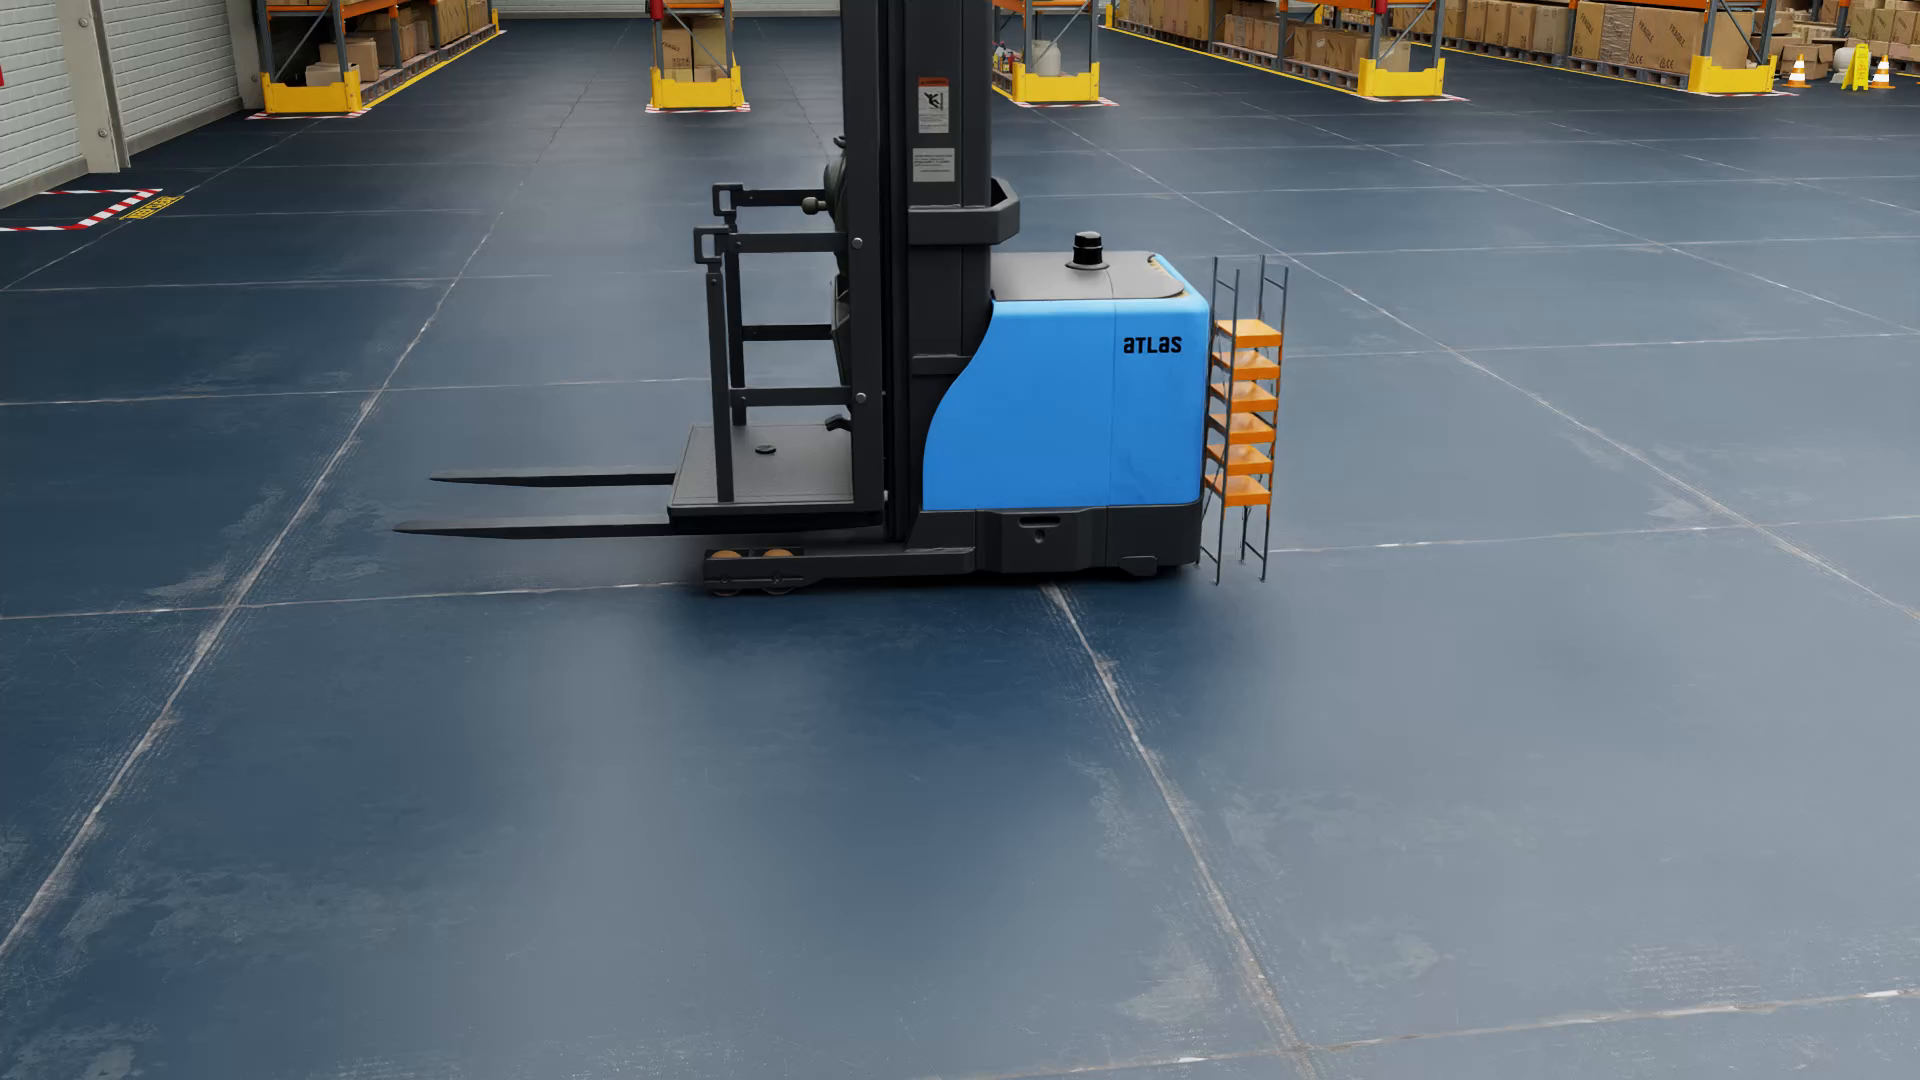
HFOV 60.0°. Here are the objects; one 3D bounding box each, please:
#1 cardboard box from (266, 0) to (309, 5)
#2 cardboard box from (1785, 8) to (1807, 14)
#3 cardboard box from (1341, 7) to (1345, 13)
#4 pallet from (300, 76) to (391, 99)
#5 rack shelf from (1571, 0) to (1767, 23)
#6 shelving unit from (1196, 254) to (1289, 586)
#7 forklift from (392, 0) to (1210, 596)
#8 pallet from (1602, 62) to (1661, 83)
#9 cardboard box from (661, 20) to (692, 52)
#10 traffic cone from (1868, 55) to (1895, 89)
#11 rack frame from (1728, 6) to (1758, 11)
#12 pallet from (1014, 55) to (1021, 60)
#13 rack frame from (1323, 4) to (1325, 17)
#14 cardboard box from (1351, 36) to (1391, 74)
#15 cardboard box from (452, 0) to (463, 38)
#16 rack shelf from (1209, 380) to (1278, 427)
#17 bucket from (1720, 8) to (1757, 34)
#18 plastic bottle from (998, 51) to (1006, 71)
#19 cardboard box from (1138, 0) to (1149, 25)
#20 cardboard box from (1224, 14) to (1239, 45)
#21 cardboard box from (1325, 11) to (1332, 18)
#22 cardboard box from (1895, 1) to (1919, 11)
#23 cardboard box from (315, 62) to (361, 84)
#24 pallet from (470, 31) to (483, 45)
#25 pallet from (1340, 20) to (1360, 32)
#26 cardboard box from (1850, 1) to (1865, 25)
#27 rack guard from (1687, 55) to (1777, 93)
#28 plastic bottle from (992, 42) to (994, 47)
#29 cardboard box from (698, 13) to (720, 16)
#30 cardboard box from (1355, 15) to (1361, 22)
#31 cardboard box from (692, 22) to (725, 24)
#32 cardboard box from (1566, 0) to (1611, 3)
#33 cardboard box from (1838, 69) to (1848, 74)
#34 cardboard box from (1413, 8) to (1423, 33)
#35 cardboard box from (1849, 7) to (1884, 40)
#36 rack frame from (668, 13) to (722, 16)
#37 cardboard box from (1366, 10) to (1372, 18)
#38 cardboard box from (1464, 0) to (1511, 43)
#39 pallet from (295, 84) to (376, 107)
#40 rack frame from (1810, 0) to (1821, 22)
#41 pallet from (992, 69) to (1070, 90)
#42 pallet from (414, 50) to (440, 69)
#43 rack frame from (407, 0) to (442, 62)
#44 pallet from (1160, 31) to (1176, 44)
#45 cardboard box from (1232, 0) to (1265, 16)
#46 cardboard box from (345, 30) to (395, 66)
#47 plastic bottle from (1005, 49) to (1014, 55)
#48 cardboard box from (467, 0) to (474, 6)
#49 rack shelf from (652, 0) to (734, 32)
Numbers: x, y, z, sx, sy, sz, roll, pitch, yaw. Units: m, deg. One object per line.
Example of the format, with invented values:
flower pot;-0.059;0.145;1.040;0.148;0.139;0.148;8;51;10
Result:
cardboard box;-8.684;-7.076;21.561;0.500;0.250;0.500;-3;21;-7
cardboard box;18.845;-11.858;37.487;0.396;0.266;0.258;-2;21;-6
cardboard box;8.754;-12.023;37.670;0.380;0.149;0.250;-2;21;-6
pallet;-8.691;-6.410;23.576;1.003;0.211;1.213;-3;21;-8
rack shelf;10.914;-8.305;25.694;1.077;0.370;4.000;-3;21;-8
shelving unit;1.040;-0.435;6.163;0.189;1.200;0.258;-4;21;-11
forklift;-0.626;-1.357;6.160;3.031;2.935;1.130;-1;21;-4
pallet;10.837;-7.338;26.061;1.003;0.211;1.213;-3;21;-8
cardboard box;-4.199;-7.359;24.389;0.500;0.500;0.500;-3;21;-8
traffic cone;13.698;-6.956;24.679;0.336;0.463;0.334;-3;21;-8
rack frame;14.933;-11.004;31.892;1.000;3.000;0.127;-3;21;-8
pallet;0.650;-7.833;27.388;1.003;0.211;1.213;-3;21;-8
rack frame;8.896;-13.489;38.546;1.000;3.000;0.127;-3;21;-8
cardboard box;6.086;-7.183;24.632;0.500;0.500;0.500;2;21;6
cardboard box;-9.802;-9.803;31.149;0.750;0.750;0.750;-2;21;-6
rack shelf;1.040;-0.506;6.136;0.180;0.103;0.258;-4;21;-11
bucket;12.927;-8.582;27.914;0.726;0.611;0.620;4;11;11
plastic bottle;0.651;-7.165;24.878;0.152;0.276;0.135;-3;21;-9
cardboard box;4.404;-11.635;36.017;0.875;0.875;0.875;-3;21;-8
cardboard box;5.243;-9.309;30.296;0.700;0.500;0.500;-4;21;-11
cardboard box;8.655;-12.153;38.443;0.380;0.149;0.250;-2;21;-7
cardboard box;15.404;-8.648;26.914;0.380;0.149;0.250;-2;21;-5
cardboard box;-8.518;-6.373;22.707;0.500;0.311;0.500;-1;21;-3
pallet;-10.187;-10.101;33.459;1.003;0.211;1.213;-3;21;-8
pallet;9.162;-11.452;37.077;1.003;0.211;1.213;-3;21;-8
cardboard box;19.269;-11.131;35.203;0.500;0.500;0.500;-4;21;-9
rack guard;11.206;-6.770;24.129;1.175;0.500;0.348;-3;21;-8
plastic bottle;0.508;-7.535;25.759;0.144;0.351;0.185;-2;21;-6
cardboard box;-4.541;-9.394;30.525;0.500;0.500;0.500;-4;21;-10
cardboard box;8.959;-11.536;36.791;0.380;0.149;0.250;-3;21;-7
cardboard box;-3.595;-7.213;23.998;0.500;0.500;0.500;-3;21;-8
cardboard box;14.242;-11.918;37.401;0.875;0.438;0.875;-4;21;-9
cardboard box;13.898;-7.251;25.917;0.380;0.149;0.250;8;22;20
cardboard box;9.483;-10.497;33.507;0.500;0.500;0.500;-3;21;-7
cardboard box;15.327;-8.661;27.877;0.500;0.500;0.500;-2;21;-5
rack frame;-4.677;-10.006;29.220;1.000;3.000;0.127;-3;21;-8
cardboard box;9.005;-11.383;35.956;0.380;0.149;0.250;-4;21;-10
cardboard box;10.048;-9.647;30.874;1.050;0.750;0.750;-3;21;-8
pallet;-8.518;-5.988;22.447;1.003;0.211;1.213;-3;21;-8
rack frame;19.268;-12.641;36.274;1.000;3.000;0.127;-3;21;-8
pallet;1.037;-6.905;24.903;1.003;0.211;1.213;-3;21;-8
pallet;-9.467;-8.178;28.311;1.003;0.211;1.213;-3;21;-8
rack frame;-9.578;-9.755;28.547;1.000;3.000;0.127;-3;21;-8
pallet;4.736;-10.320;34.045;1.003;0.211;1.213;-3;21;-8
cardboard box;5.253;-9.660;30.166;0.500;0.250;0.500;-2;21;-6
cardboard box;-9.124;-7.659;25.880;0.700;0.500;0.500;-2;21;-6
plastic bottle;0.739;-7.303;25.247;0.152;0.276;0.135;-3;21;-8
cardboard box;-10.030;-10.861;33.555;0.380;0.149;0.250;-2;21;-6
rack shelf;-3.812;-7.592;23.783;1.077;0.370;4.000;-3;21;-8
